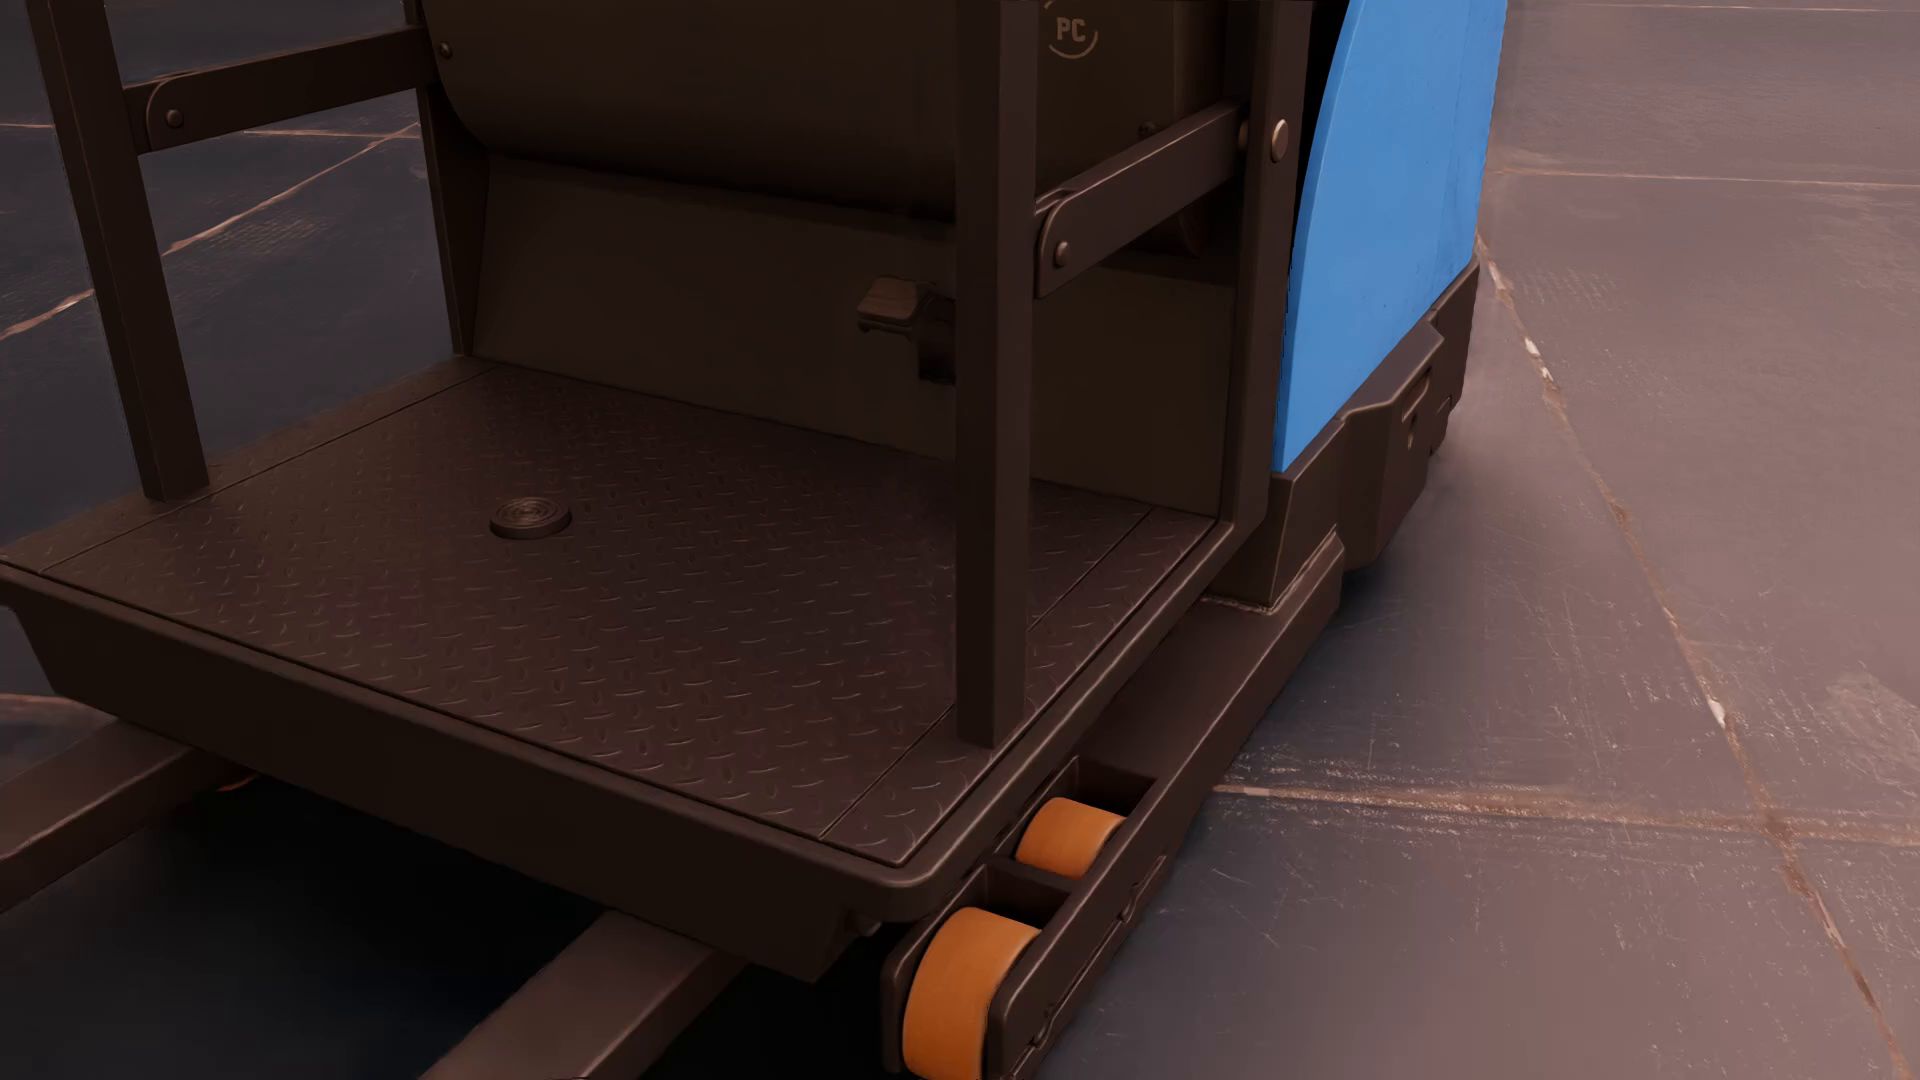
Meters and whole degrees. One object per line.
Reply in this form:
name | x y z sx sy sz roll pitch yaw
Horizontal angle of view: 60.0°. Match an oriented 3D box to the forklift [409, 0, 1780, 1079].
forklift | 0.087 -1.009 1.239 1.130 2.935 3.031 -3 27 -6
